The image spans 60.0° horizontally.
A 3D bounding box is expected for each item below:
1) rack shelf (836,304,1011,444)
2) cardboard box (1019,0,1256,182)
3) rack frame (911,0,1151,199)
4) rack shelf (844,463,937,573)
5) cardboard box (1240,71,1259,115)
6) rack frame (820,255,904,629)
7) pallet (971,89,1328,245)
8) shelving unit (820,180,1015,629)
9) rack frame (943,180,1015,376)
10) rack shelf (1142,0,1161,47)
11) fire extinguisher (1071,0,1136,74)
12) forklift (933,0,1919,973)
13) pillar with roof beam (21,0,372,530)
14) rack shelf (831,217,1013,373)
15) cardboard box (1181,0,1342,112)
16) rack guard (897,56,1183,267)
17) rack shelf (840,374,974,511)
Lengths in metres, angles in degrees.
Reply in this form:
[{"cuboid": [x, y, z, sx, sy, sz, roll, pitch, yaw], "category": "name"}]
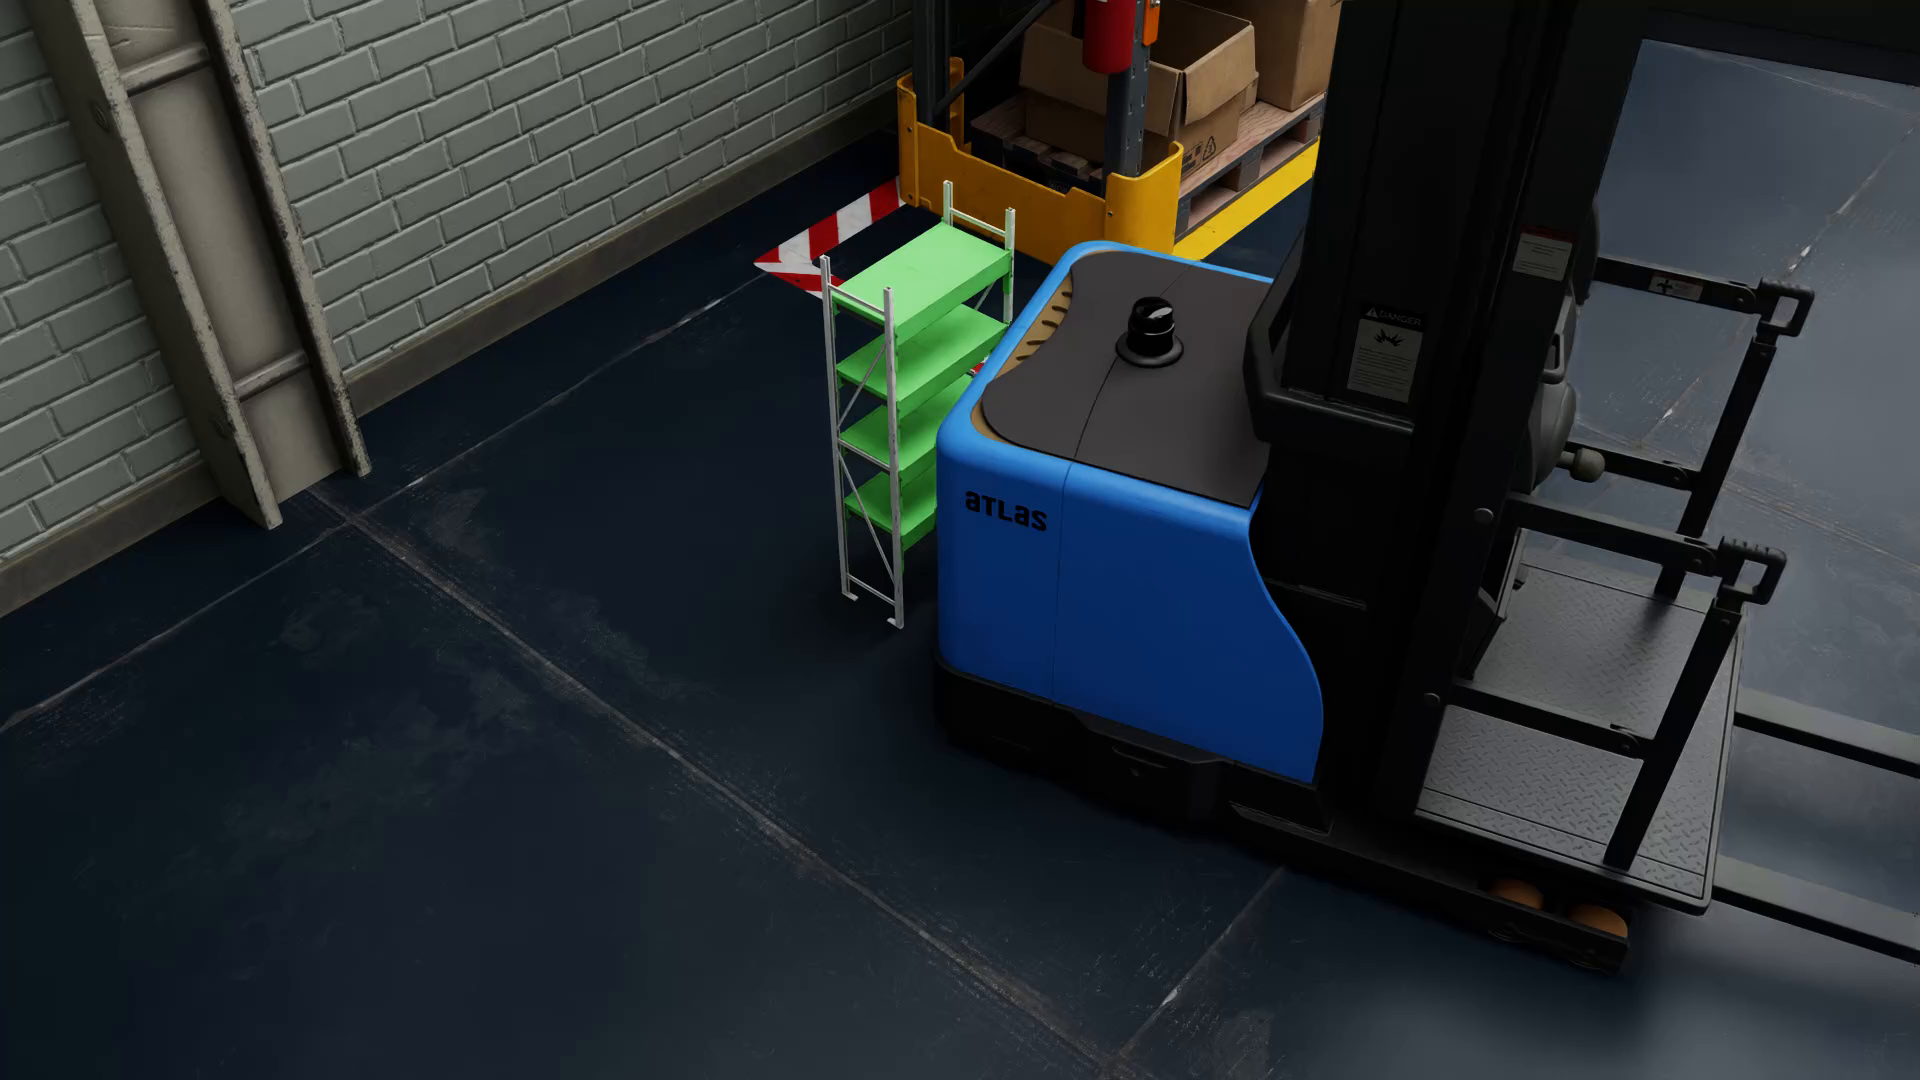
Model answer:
[{"cuboid": [-0.107, -0.489, 4.634, 0.258, 0.148, 0.480, 29, 50, 28], "category": "rack shelf"}, {"cuboid": [0.704, -1.811, 6.556, 0.797, 0.503, 0.637, 28, 49, 27], "category": "cardboard box"}, {"cuboid": [0.237, -2.306, 5.556, 1.000, 3.000, 0.127, 29, 50, 28], "category": "rack frame"}, {"cuboid": [-0.107, -0.134, 4.957, 0.258, 0.148, 0.480, 29, 50, 28], "category": "rack shelf"}, {"cuboid": [1.007, -1.882, 6.897, 0.380, 0.149, 0.250, 28, 49, 27], "category": "cardboard box"}, {"cuboid": [-0.264, -0.233, 4.614, 0.240, 1.200, 0.015, 29, 50, 28], "category": "rack frame"}, {"cuboid": [0.799, -1.724, 6.989, 1.003, 0.211, 1.213, 29, 50, 28], "category": "pallet"}, {"cuboid": [-0.107, -0.359, 4.753, 0.258, 1.200, 0.503, 29, 50, 28], "category": "shelving unit"}, {"cuboid": [0.051, -0.484, 4.891, 0.240, 1.200, 0.015, 29, 50, 28], "category": "rack frame"}, {"cuboid": [1.525, -3.069, 6.931, 1.077, 0.370, 4.000, 29, 50, 28], "category": "rack shelf"}, {"cuboid": [0.496, -1.863, 5.404, 0.296, 0.674, 0.183, 29, 50, 28], "category": "fire extinguisher"}, {"cuboid": [1.491, -0.440, 3.555, 3.031, 2.935, 1.130, 16, 45, 17], "category": "forklift"}, {"cuboid": [1.107, -1.663, 0.390, 9.100, 9.000, 0.400, 29, 50, 28], "category": "pillar with roof beam"}, {"cuboid": [-0.106, -0.667, 4.473, 0.258, 0.148, 0.480, 29, 50, 28], "category": "rack shelf"}, {"cuboid": [1.283, -2.234, 7.023, 0.700, 0.500, 0.500, 32, 51, 30], "category": "cardboard box"}, {"cuboid": [0.286, -1.420, 6.440, 1.175, 0.500, 0.348, 29, 50, 28], "category": "rack guard"}, {"cuboid": [-0.107, -0.311, 4.796, 0.258, 0.148, 0.480, 29, 50, 28], "category": "rack shelf"}]
